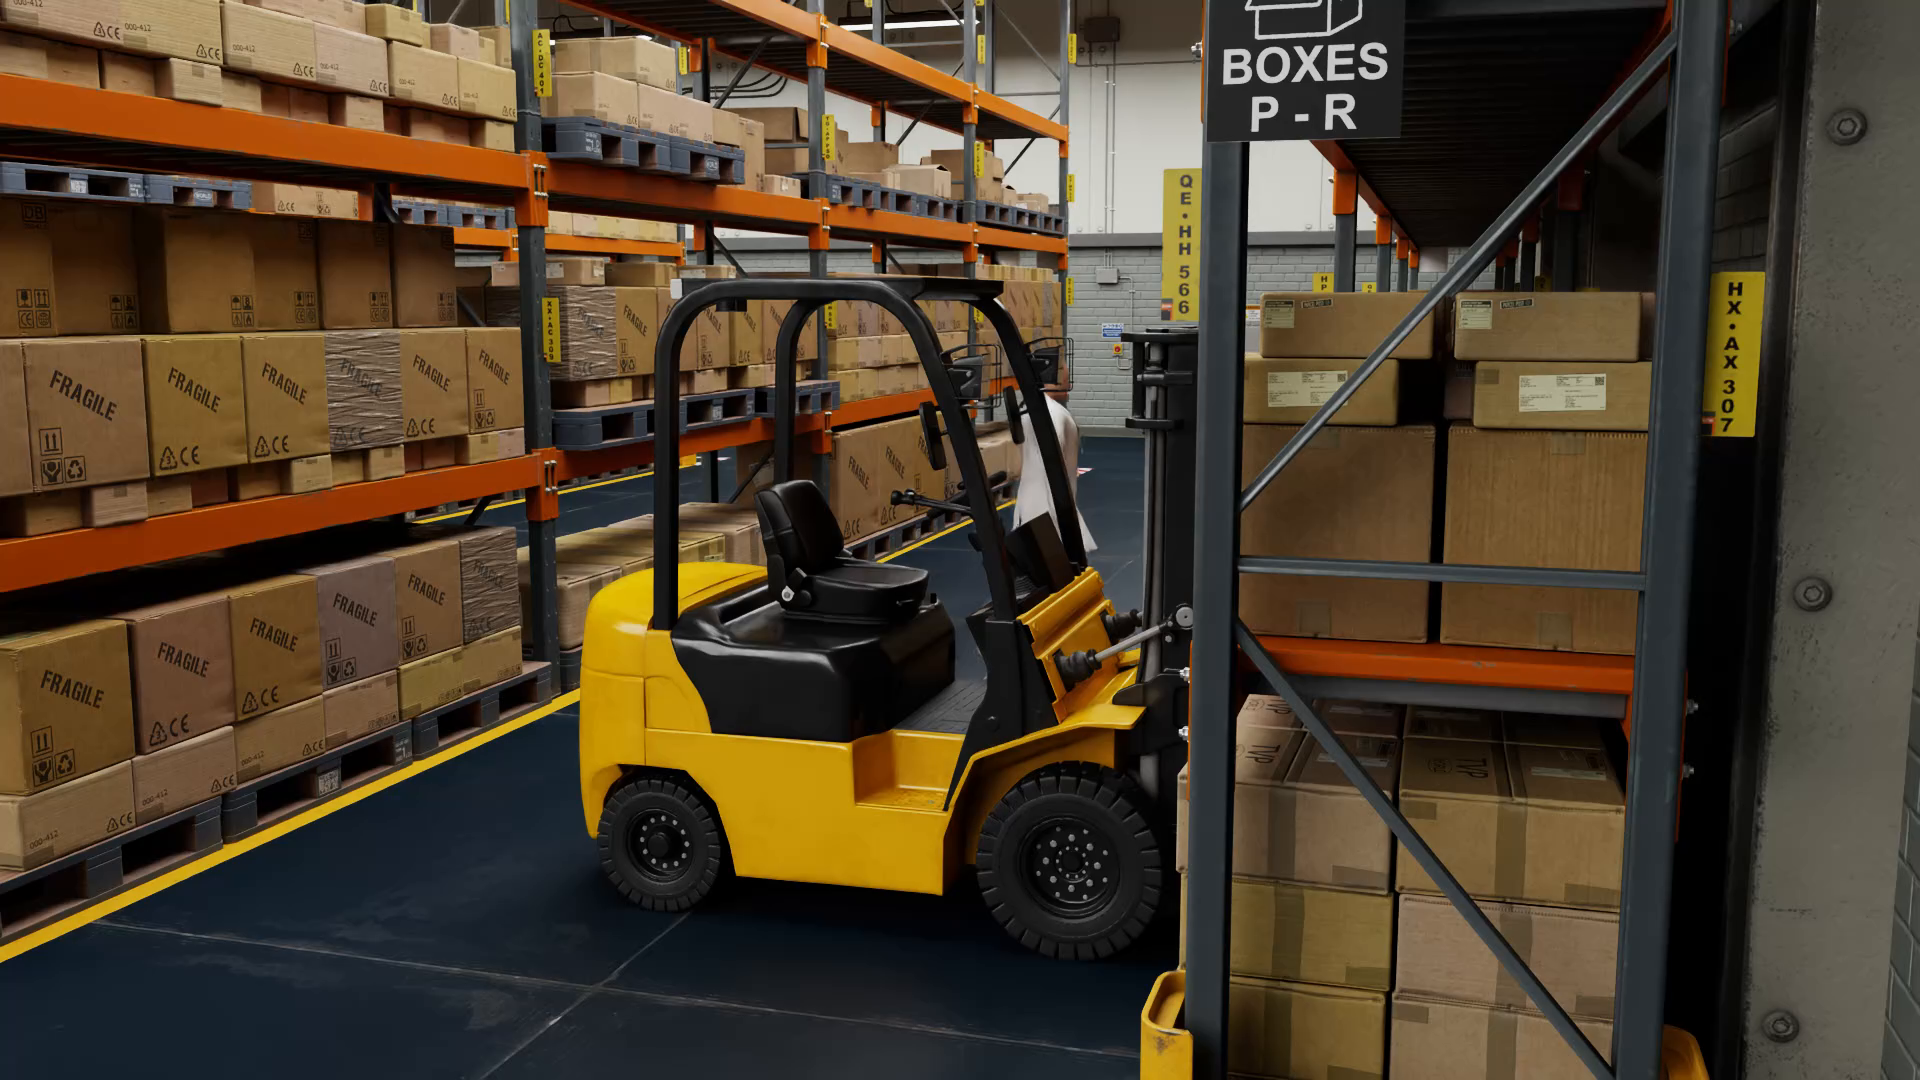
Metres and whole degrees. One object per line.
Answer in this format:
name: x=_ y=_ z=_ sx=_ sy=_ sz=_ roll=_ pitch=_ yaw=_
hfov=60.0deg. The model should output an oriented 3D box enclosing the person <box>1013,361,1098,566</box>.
person: x=0.471 y=-0.114 z=9.027 sx=0.496 sy=1.774 sz=0.653 roll=-2 pitch=8 yaw=-13
